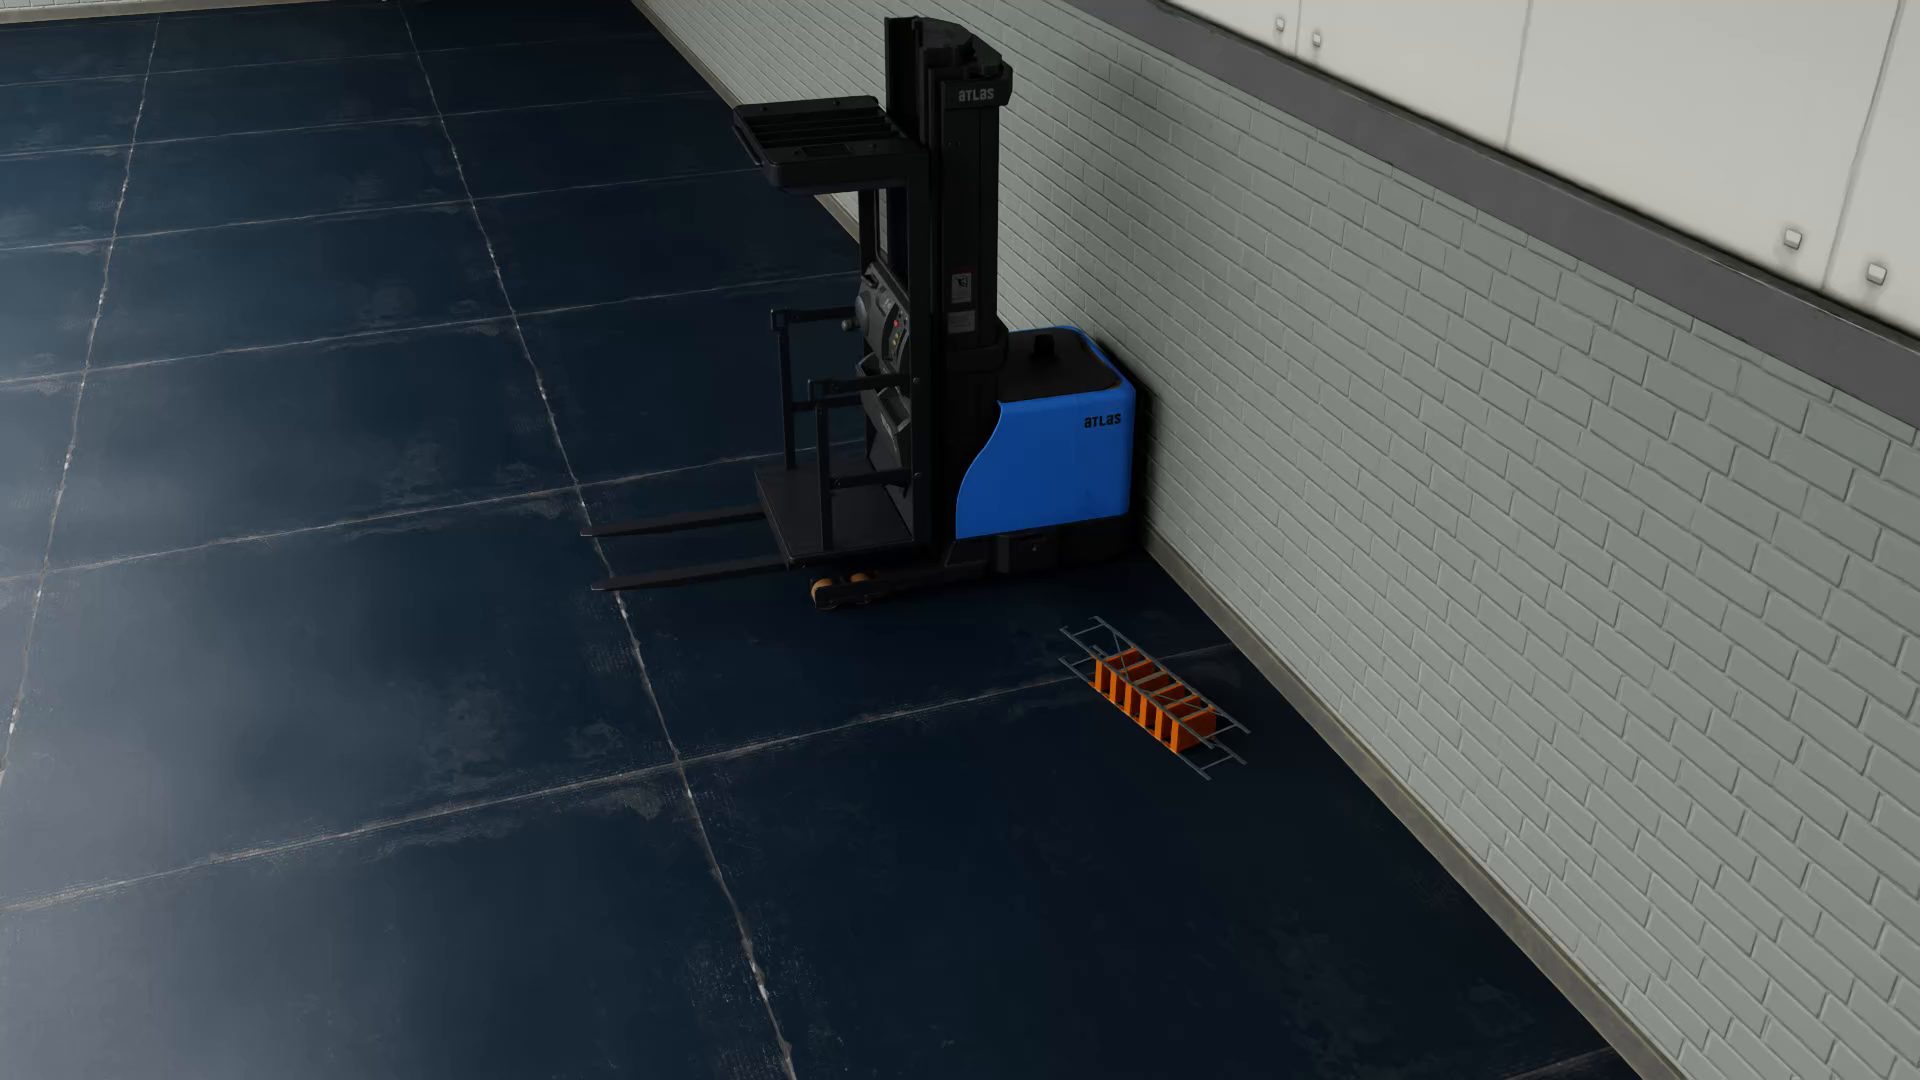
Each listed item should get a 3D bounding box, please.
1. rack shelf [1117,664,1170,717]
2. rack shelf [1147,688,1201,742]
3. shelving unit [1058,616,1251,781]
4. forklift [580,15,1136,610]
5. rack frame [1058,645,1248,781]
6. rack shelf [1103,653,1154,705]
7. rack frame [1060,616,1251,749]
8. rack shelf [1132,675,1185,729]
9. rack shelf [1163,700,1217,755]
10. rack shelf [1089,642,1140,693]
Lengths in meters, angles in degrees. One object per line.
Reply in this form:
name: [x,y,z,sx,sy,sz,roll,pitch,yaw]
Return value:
rack shelf: [0.914,0.741,8.252,0.258,0.180,0.103,-18,34,-28]
rack shelf: [1.044,0.842,8.077,0.258,0.180,0.103,-18,34,-28]
shelving unit: [0.938,0.759,8.219,0.258,0.189,1.200,-18,34,-28]
forklift: [-0.599,-1.185,8.870,3.031,2.935,1.130,-8,31,-14]
rack frame: [0.938,0.839,8.265,0.240,0.006,1.200,-18,34,-28]
rack shelf: [0.849,0.690,8.339,0.258,0.180,0.103,-18,34,-28]
rack frame: [0.939,0.680,8.174,0.240,0.006,1.200,-18,34,-28]
rack shelf: [0.979,0.791,8.164,0.258,0.180,0.103,-18,34,-28]
rack shelf: [1.109,0.892,7.990,0.258,0.180,0.103,-18,34,-28]
rack shelf: [0.784,0.640,8.426,0.258,0.180,0.103,-18,34,-28]
